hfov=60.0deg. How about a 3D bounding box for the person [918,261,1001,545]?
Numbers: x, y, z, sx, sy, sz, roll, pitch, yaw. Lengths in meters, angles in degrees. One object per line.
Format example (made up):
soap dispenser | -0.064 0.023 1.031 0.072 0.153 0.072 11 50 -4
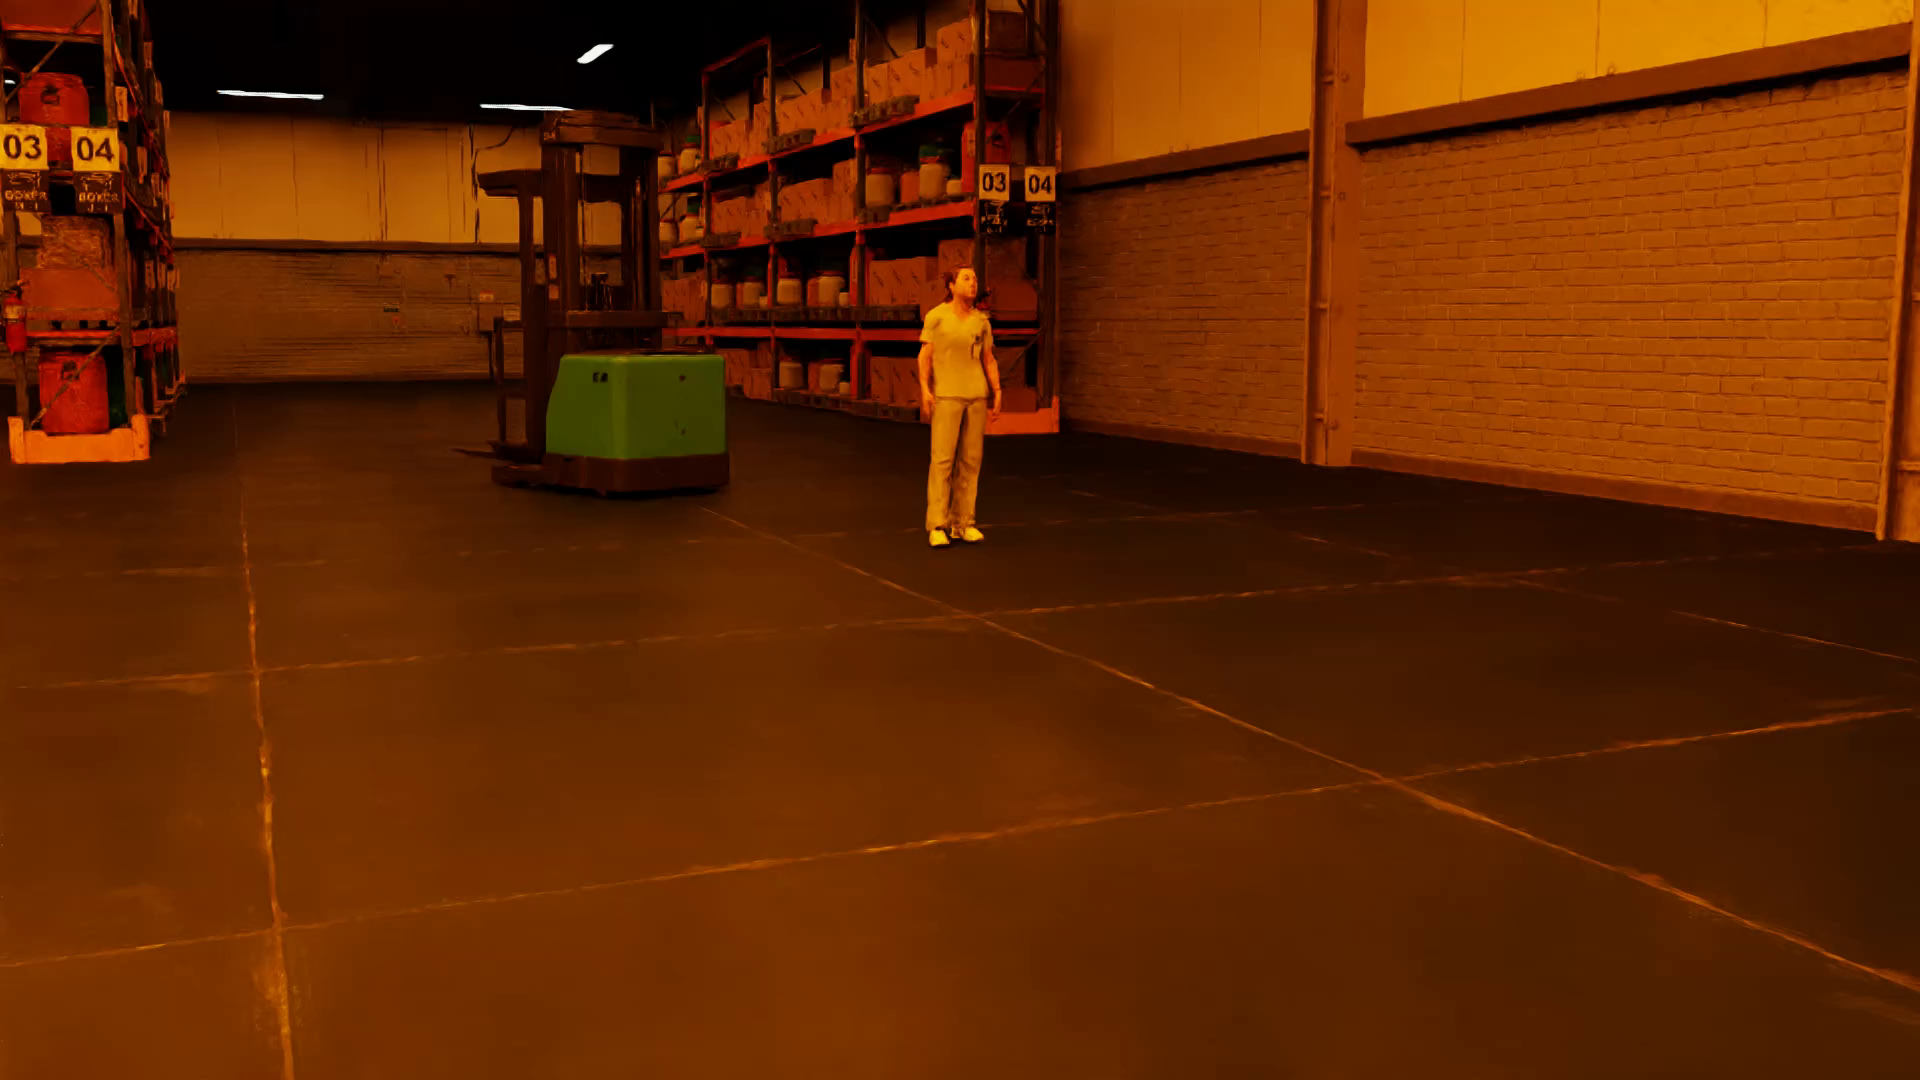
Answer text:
person | 0.017 -0.828 9.971 0.550 1.674 0.548 -3 8 -23

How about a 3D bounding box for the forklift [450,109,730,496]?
forklift | -3.181 -1.925 13.539 1.130 2.935 3.031 -7 10 -43
